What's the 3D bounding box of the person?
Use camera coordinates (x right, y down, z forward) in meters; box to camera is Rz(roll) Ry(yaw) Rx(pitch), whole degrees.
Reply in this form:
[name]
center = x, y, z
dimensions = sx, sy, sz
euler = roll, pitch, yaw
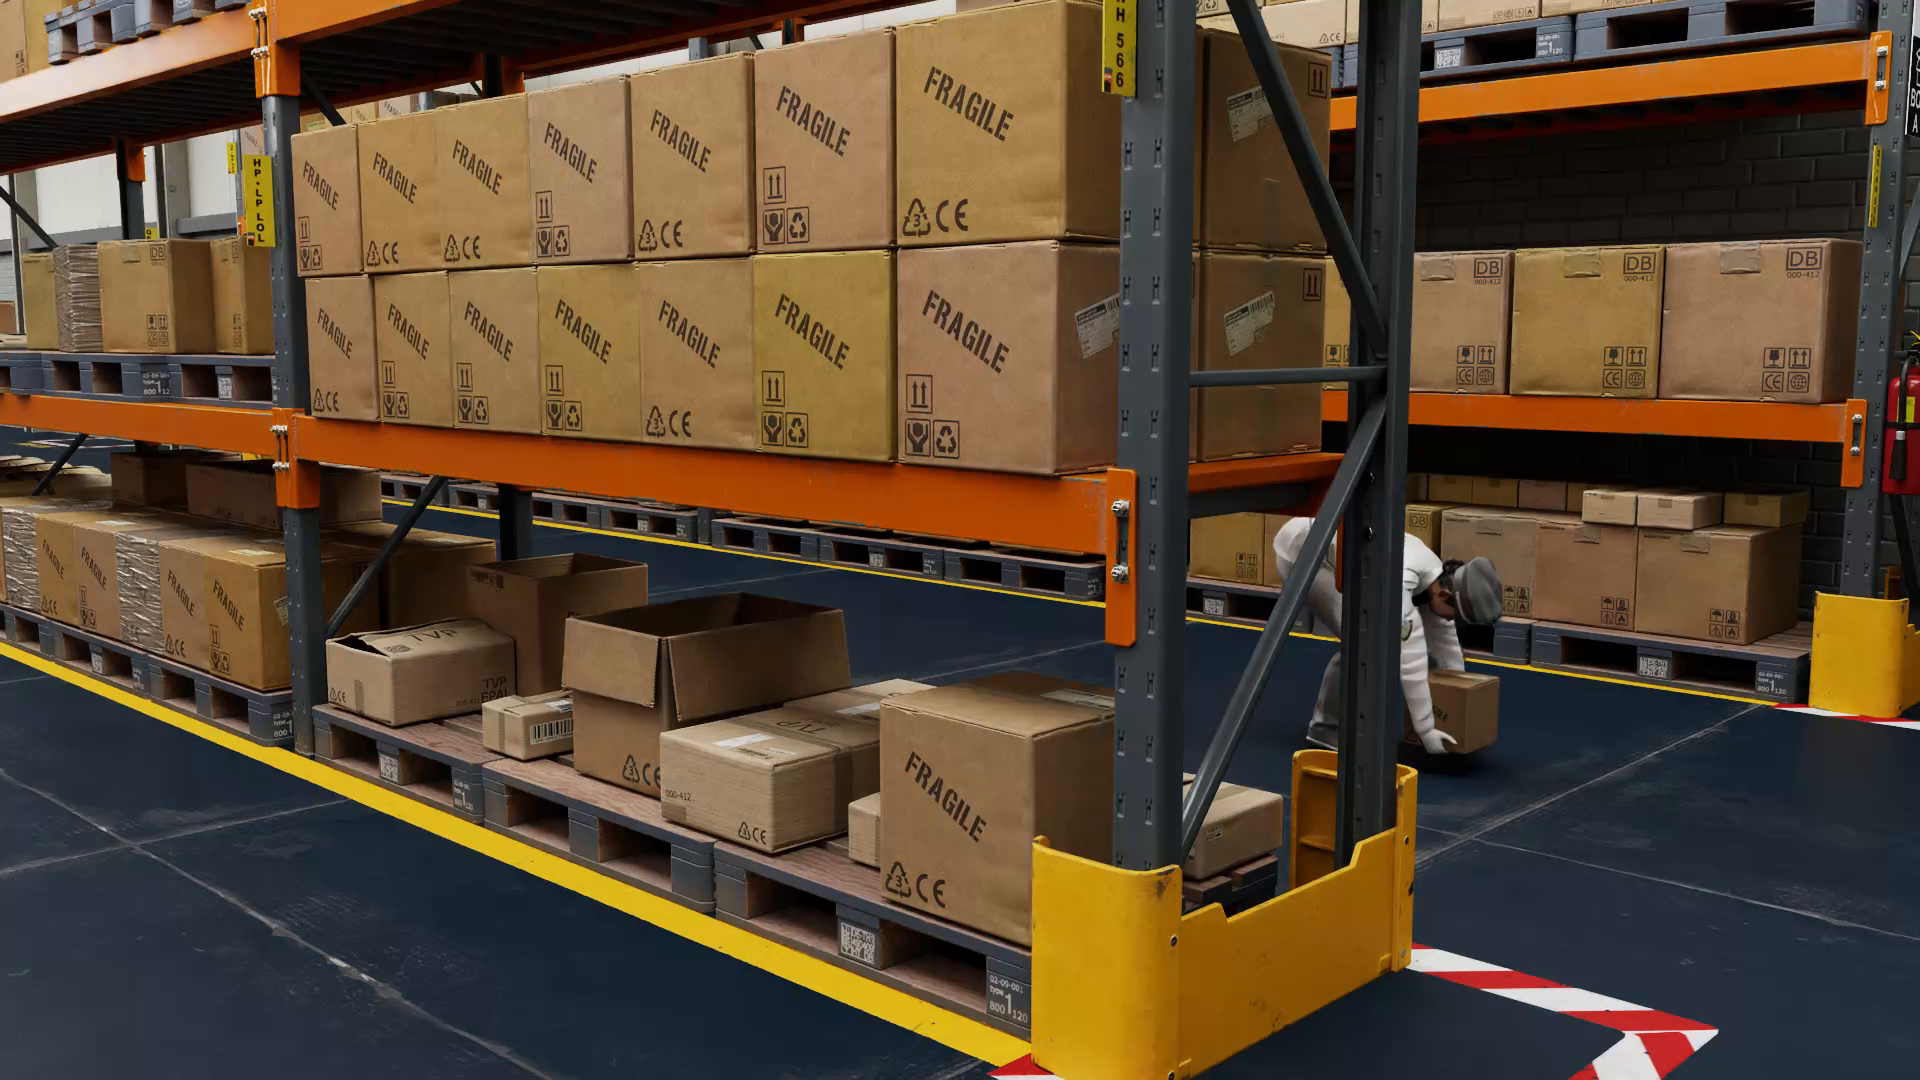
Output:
[person]
center = 1.627, 0.356, 6.368
dimensions = 0.886, 0.933, 0.448
euler = 6, 9, 41
